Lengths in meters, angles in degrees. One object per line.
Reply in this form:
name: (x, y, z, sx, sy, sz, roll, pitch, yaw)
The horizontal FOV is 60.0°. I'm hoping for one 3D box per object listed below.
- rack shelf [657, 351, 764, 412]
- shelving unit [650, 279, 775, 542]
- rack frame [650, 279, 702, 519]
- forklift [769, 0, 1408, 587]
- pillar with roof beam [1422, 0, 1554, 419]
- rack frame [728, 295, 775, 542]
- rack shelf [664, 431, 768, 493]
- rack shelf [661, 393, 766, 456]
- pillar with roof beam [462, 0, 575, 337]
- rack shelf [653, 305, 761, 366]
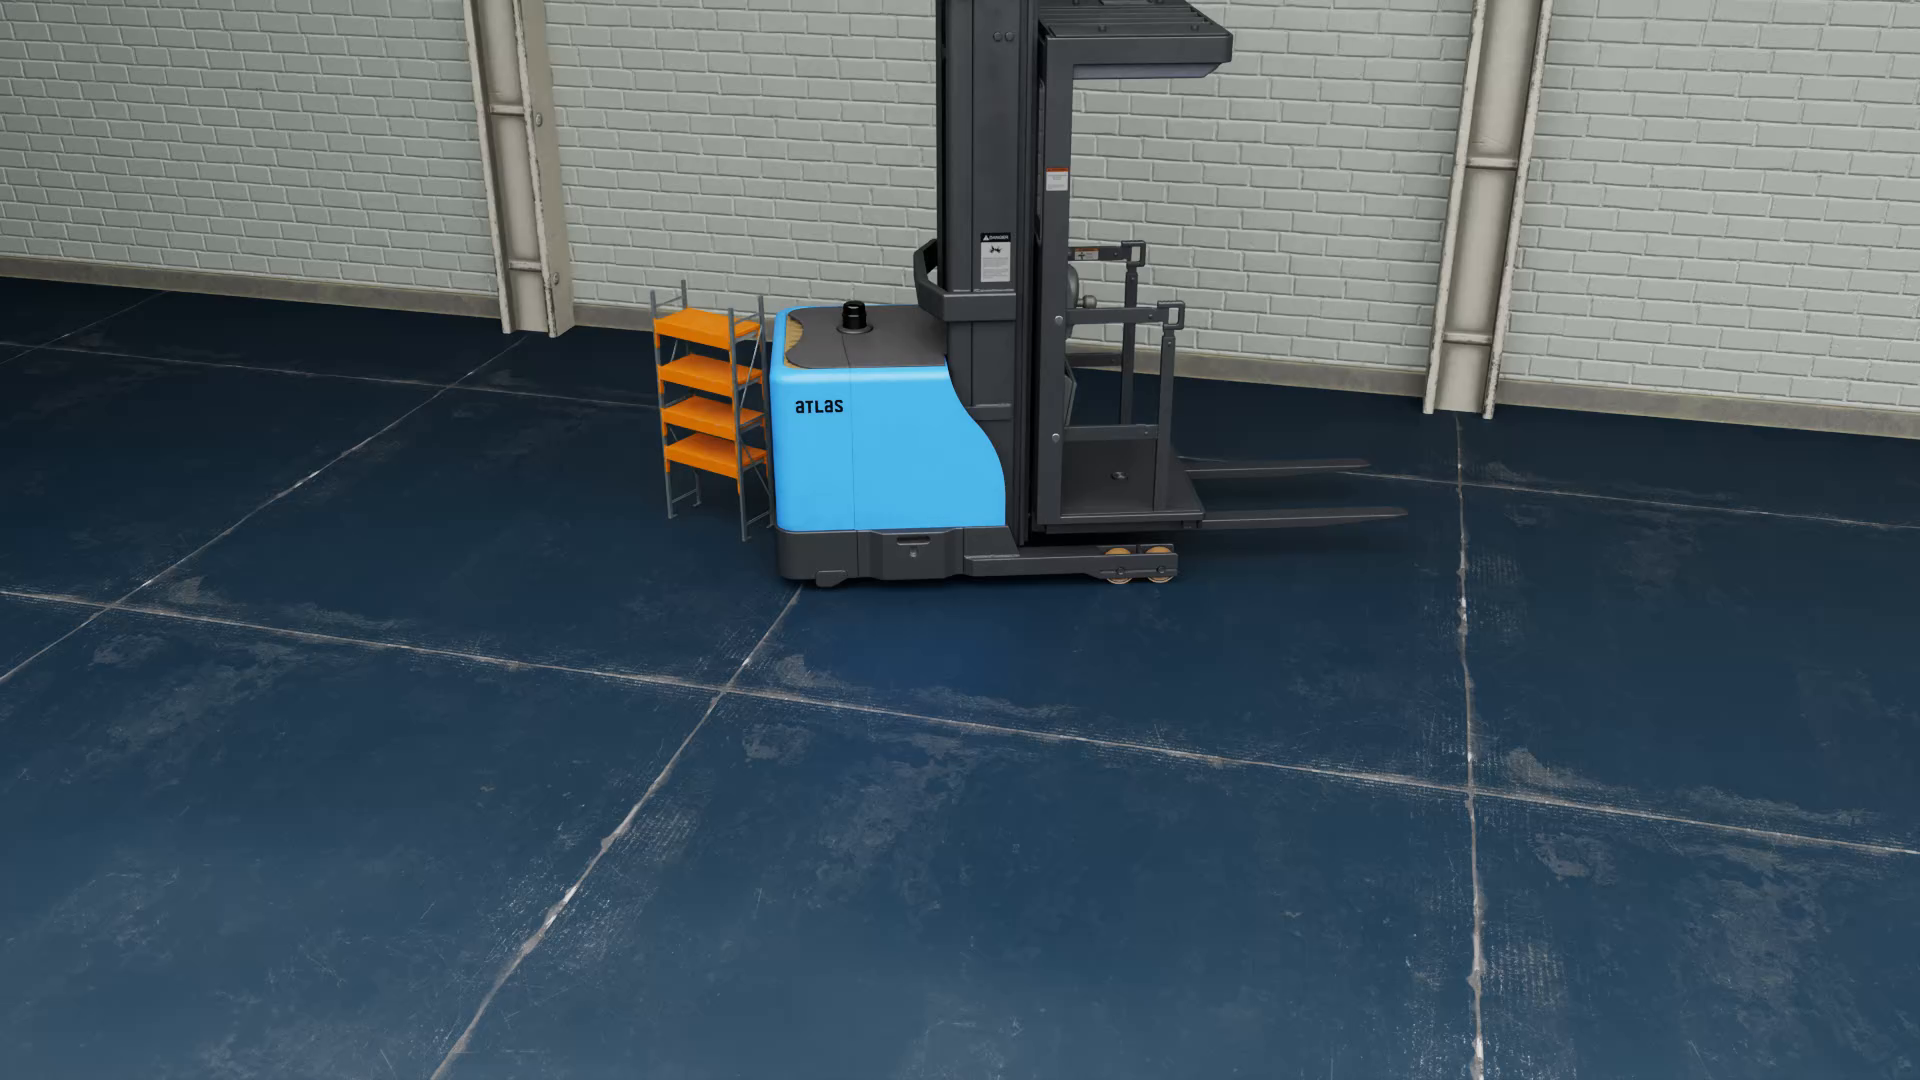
rack shelf: (-1.210, -0.776, 8.120, 0.480, 0.148, 0.258, 16, 30, 30)
shelving unit: (-1.210, -0.635, 8.187, 0.503, 1.200, 0.258, 16, 30, 30)
rack frame: (-1.414, -0.692, 8.308, 0.015, 1.200, 0.240, 16, 30, 30)
forklift: (0.623, -1.343, 7.660, 3.031, 2.935, 1.130, -2, 26, -4)
pillar with roof beam: (1.893, -3.064, 4.217, 0.400, 9.000, 9.100, 6, 26, 13)
rack frame: (-1.006, -0.577, 8.066, 0.015, 1.200, 0.240, 16, 30, 30)
rack shelf: (-1.210, -0.395, 8.302, 0.480, 0.148, 0.258, 16, 30, 30)
rack shelf: (-1.210, -0.574, 8.216, 0.480, 0.148, 0.258, 16, 30, 30)
pillar with roof beam: (-3.918, -3.706, 5.567, 0.400, 9.000, 9.100, 6, 26, 13)
rack shelf: (-1.210, -0.990, 8.018, 0.480, 0.148, 0.258, 16, 30, 30)
